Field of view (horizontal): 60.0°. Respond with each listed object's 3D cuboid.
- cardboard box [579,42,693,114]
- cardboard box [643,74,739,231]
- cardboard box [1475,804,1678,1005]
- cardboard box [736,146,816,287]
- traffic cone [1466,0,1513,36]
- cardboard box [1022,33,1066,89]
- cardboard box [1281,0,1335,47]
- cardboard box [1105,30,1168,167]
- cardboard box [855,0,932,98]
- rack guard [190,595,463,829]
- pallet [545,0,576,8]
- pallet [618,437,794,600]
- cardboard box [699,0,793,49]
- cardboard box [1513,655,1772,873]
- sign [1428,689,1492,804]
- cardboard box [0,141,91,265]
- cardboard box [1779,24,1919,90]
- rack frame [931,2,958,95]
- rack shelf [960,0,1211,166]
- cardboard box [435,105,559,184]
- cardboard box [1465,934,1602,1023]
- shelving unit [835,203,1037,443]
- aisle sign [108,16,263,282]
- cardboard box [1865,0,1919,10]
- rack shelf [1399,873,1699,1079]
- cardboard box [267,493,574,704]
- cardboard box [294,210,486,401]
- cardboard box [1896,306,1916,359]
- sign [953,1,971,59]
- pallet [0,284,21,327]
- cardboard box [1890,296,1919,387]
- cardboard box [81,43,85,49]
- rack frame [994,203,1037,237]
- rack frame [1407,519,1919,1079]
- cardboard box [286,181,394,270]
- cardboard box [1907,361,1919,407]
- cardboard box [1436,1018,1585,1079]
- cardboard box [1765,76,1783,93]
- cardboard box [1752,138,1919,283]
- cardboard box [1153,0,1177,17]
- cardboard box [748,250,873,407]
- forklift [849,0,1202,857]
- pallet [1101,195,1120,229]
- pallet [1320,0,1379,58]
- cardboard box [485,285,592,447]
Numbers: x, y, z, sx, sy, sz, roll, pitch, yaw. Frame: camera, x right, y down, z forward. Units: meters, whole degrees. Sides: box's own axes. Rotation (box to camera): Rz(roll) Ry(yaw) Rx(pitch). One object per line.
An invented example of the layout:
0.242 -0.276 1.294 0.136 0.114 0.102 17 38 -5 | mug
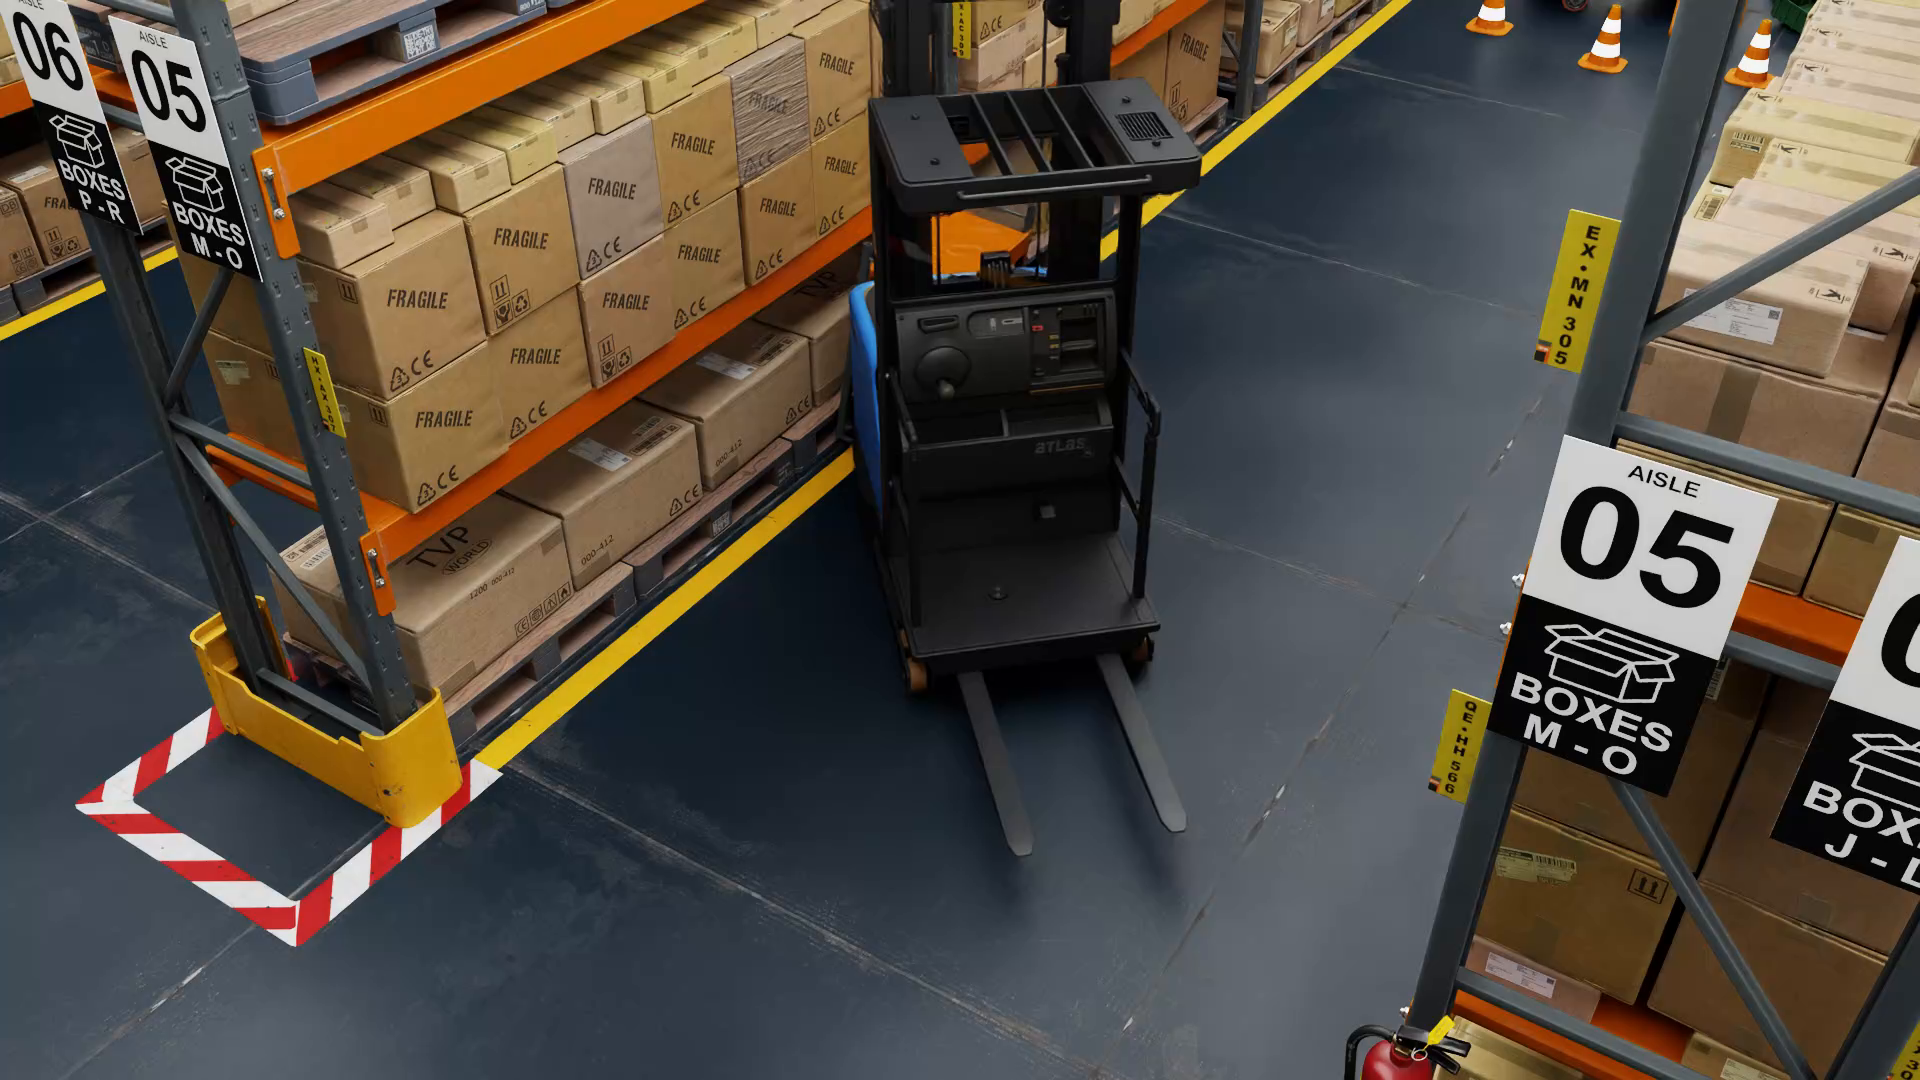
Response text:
-1.314 -1.875 6.732 0.380 0.149 0.250 20 42 24 | cardboard box
-1.300 -1.688 7.022 0.500 0.500 0.500 21 42 25 | cardboard box
1.653 0.790 4.383 0.500 0.500 0.500 22 43 26 | cardboard box
-1.022 -1.552 7.664 0.500 0.500 0.500 21 42 24 | cardboard box
4.343 -4.389 13.503 0.336 0.463 0.334 21 42 25 | traffic cone
0.274 -2.715 9.377 0.500 0.250 0.500 20 42 24 | cardboard box
2.382 -4.225 13.022 0.950 0.372 0.625 20 42 24 | cardboard box
0.760 -2.966 10.976 0.875 0.875 0.875 22 43 26 | cardboard box
-0.481 -2.468 8.034 0.500 0.500 0.500 21 42 25 | cardboard box
-2.617 0.698 6.874 1.175 0.500 0.348 21 42 25 | rack guard
-1.563 -2.474 6.558 1.003 0.211 1.213 21 42 25 | pallet
-1.587 -0.264 8.359 1.003 0.211 1.213 21 42 25 | pallet
-0.956 -2.293 7.275 0.380 0.149 0.250 21 42 25 | cardboard box
1.665 0.392 4.079 0.500 0.500 0.500 20 42 24 | cardboard box
1.172 0.487 3.893 0.100 0.325 0.005 21 42 25 | sign
-5.531 -2.054 10.101 0.500 0.500 0.500 22 43 26 | cardboard box
2.273 -1.139 4.140 0.380 0.149 0.250 22 43 26 | cardboard box
-0.461 -2.366 8.802 1.000 3.000 0.127 21 42 25 | rack frame
0.611 -3.112 10.359 1.077 0.370 4.000 21 42 25 | rack shelf
-1.738 -1.486 6.228 0.380 0.149 0.250 20 42 24 | cardboard box
1.566 1.102 4.509 0.380 0.149 0.250 21 42 25 | cardboard box
-0.125 -1.152 8.734 0.538 1.125 1.048 22 37 14 | shelving unit
-2.398 -1.202 5.162 0.394 0.787 0.004 21 42 25 | aisle sign
2.539 -1.412 4.494 0.380 0.149 0.250 20 42 24 | cardboard box
2.701 0.517 5.651 1.077 0.370 4.000 21 42 25 | rack shelf
-2.335 0.171 7.265 0.875 0.438 0.875 20 42 24 | cardboard box
-2.106 -0.894 5.991 0.500 0.500 0.500 20 42 24 | cardboard box
2.637 -0.553 4.116 0.500 0.250 0.500 20 42 24 | cardboard box
0.008 -2.560 8.279 0.100 0.325 0.005 21 42 25 | sign
-6.330 -1.272 9.667 1.003 0.211 1.213 21 42 25 | pallet
2.363 -0.474 3.605 0.500 0.250 0.500 21 42 25 | cardboard box
-5.361 -2.995 9.823 0.380 0.149 0.250 22 43 26 | cardboard box
0.083 -1.399 9.128 0.500 1.125 0.032 22 37 14 | rack frame
1.630 1.263 4.094 1.000 3.000 0.127 21 42 25 | rack frame
-2.180 -1.089 5.713 0.380 0.149 0.250 22 43 26 | cardboard box
1.996 -0.314 3.070 0.380 0.149 0.250 21 42 25 | cardboard box
1.699 1.634 5.117 0.380 0.149 0.250 22 43 26 | cardboard box
2.211 -0.912 4.172 0.500 0.250 0.500 22 43 26 | cardboard box
1.911 -0.717 3.592 0.380 0.149 0.250 20 42 24 | cardboard box
1.087 -3.500 10.396 0.500 0.250 0.500 21 42 25 | cardboard box
-0.888 -1.229 9.082 0.875 0.438 0.875 21 42 24 | cardboard box
0.242 -0.735 6.743 1.130 2.935 3.031 -7 38 -9 | forklift
0.542 -2.316 11.021 1.003 0.211 1.213 21 42 25 | pallet
2.756 -4.353 13.663 1.003 0.211 1.213 21 42 25 | pallet
-1.857 -0.767 6.646 0.500 0.500 0.500 21 42 25 | cardboard box
